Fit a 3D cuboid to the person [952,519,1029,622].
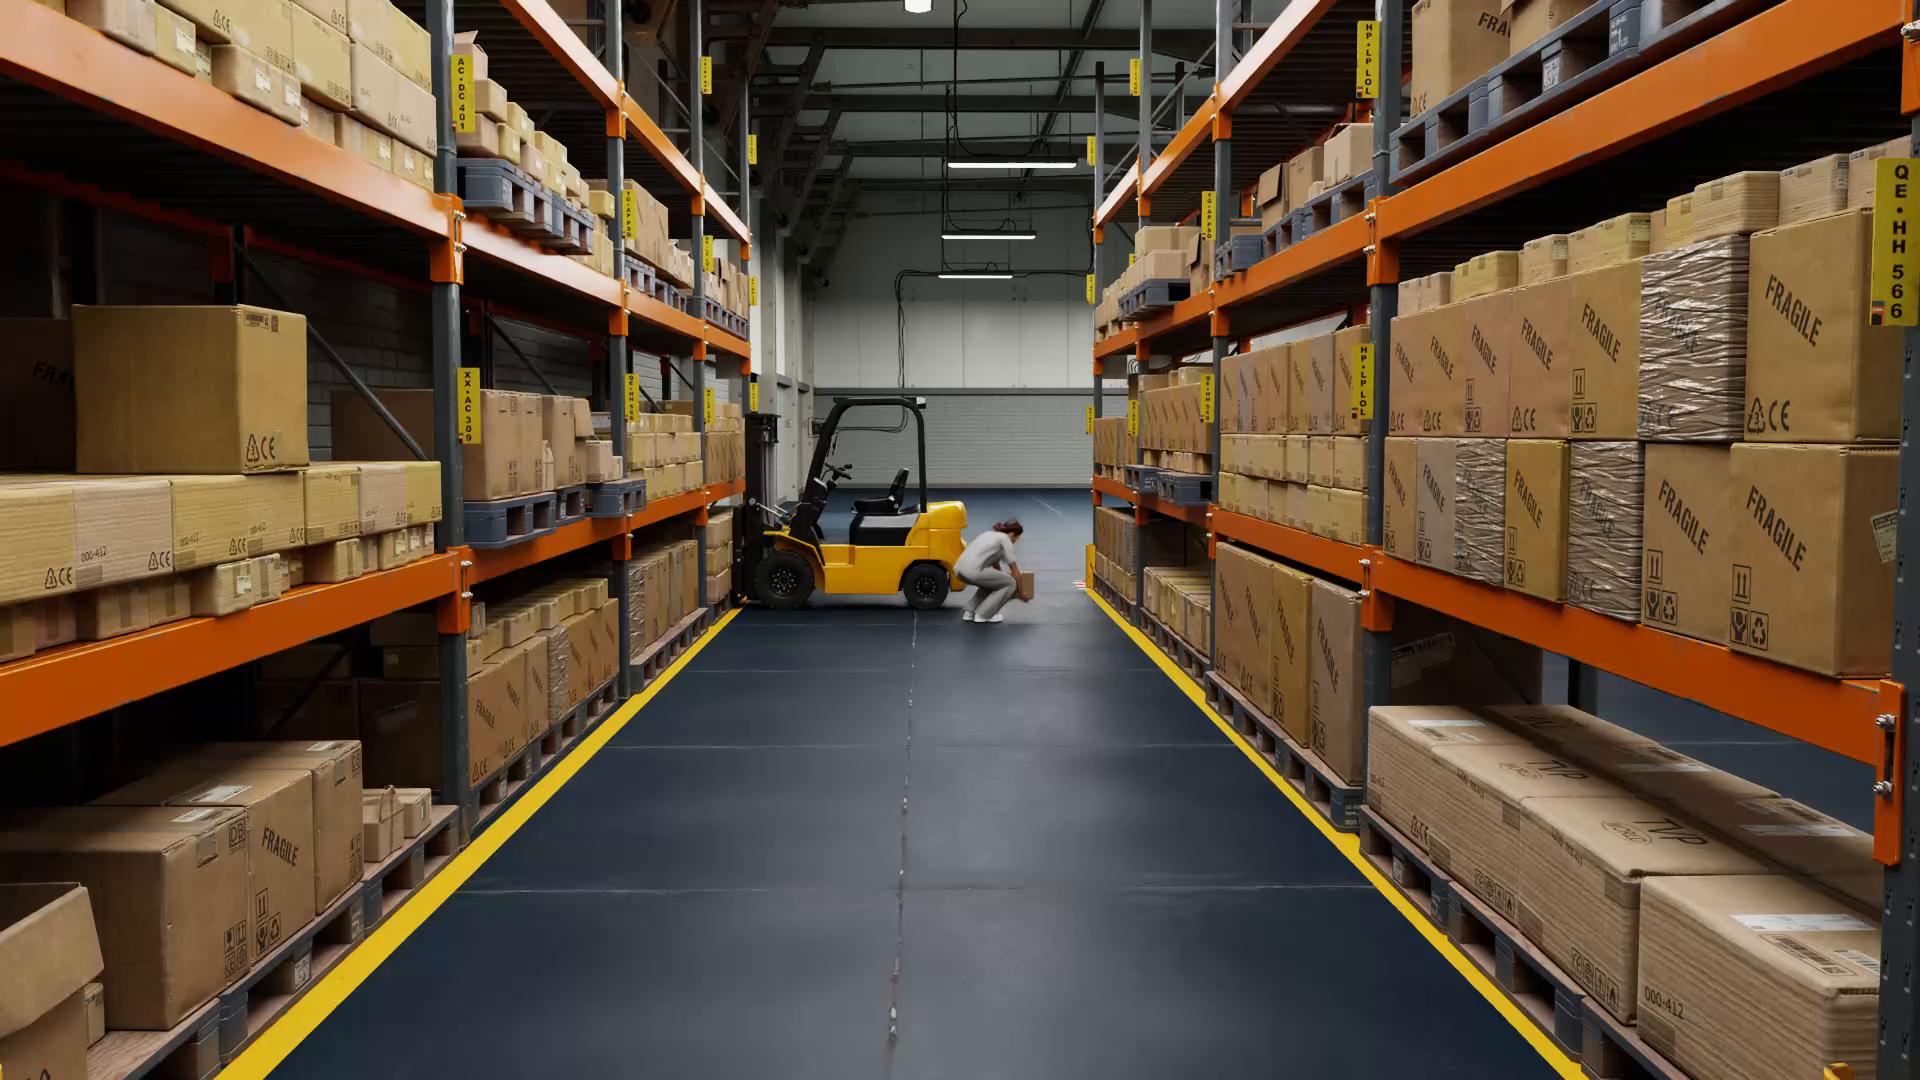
[{"bbox_3d":[0.304,0.292,15.976,0.797,0.962,0.487,-2,4,-31],"label":"person"}]
